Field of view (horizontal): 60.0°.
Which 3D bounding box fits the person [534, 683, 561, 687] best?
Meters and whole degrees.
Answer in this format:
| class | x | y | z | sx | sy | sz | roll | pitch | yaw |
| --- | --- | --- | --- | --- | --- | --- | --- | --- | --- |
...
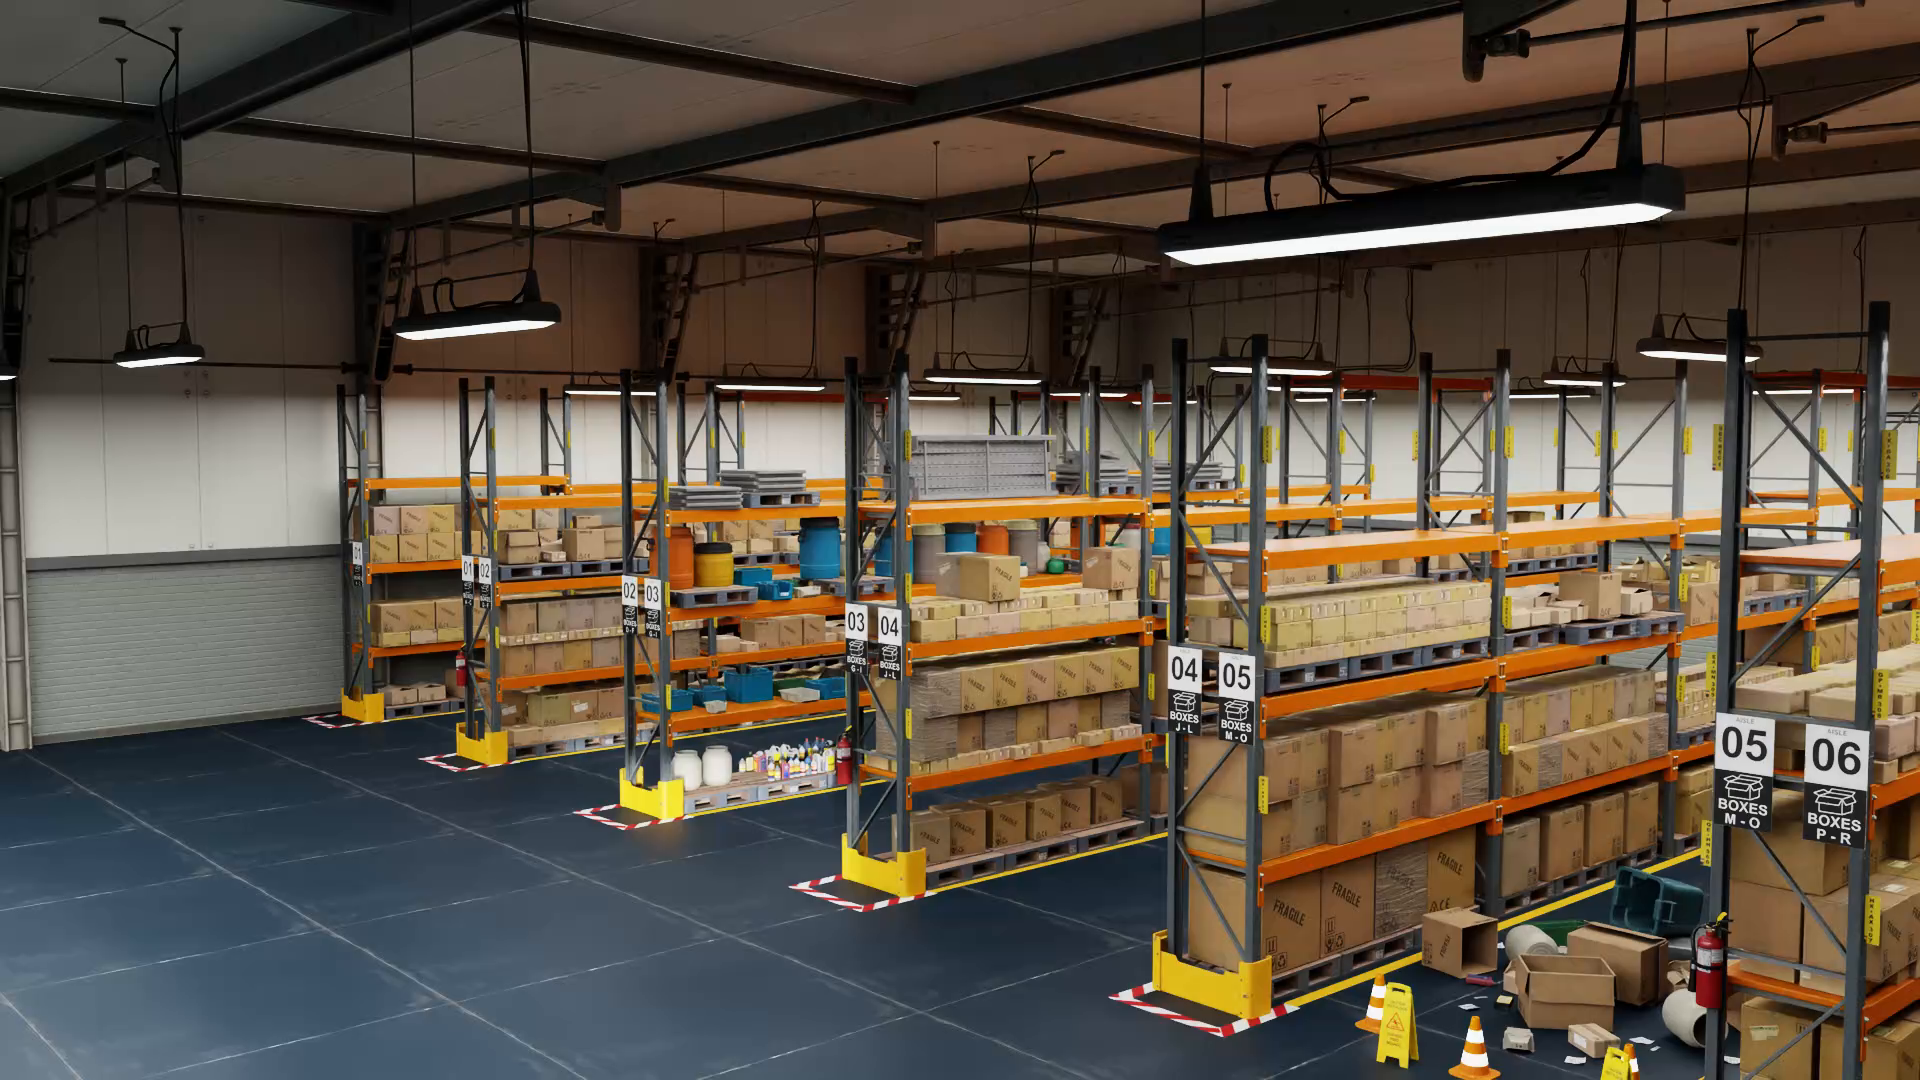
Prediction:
| class | x | y | z | sx | sy | sz | roll | pitch | yaw |
| --- | --- | --- | --- | --- | --- | --- | --- | --- | --- |
| person | -7.126 | 2.371 | 29.080 | 0.734 | 1.773 | 0.512 | -2 | 4 | -28 |
